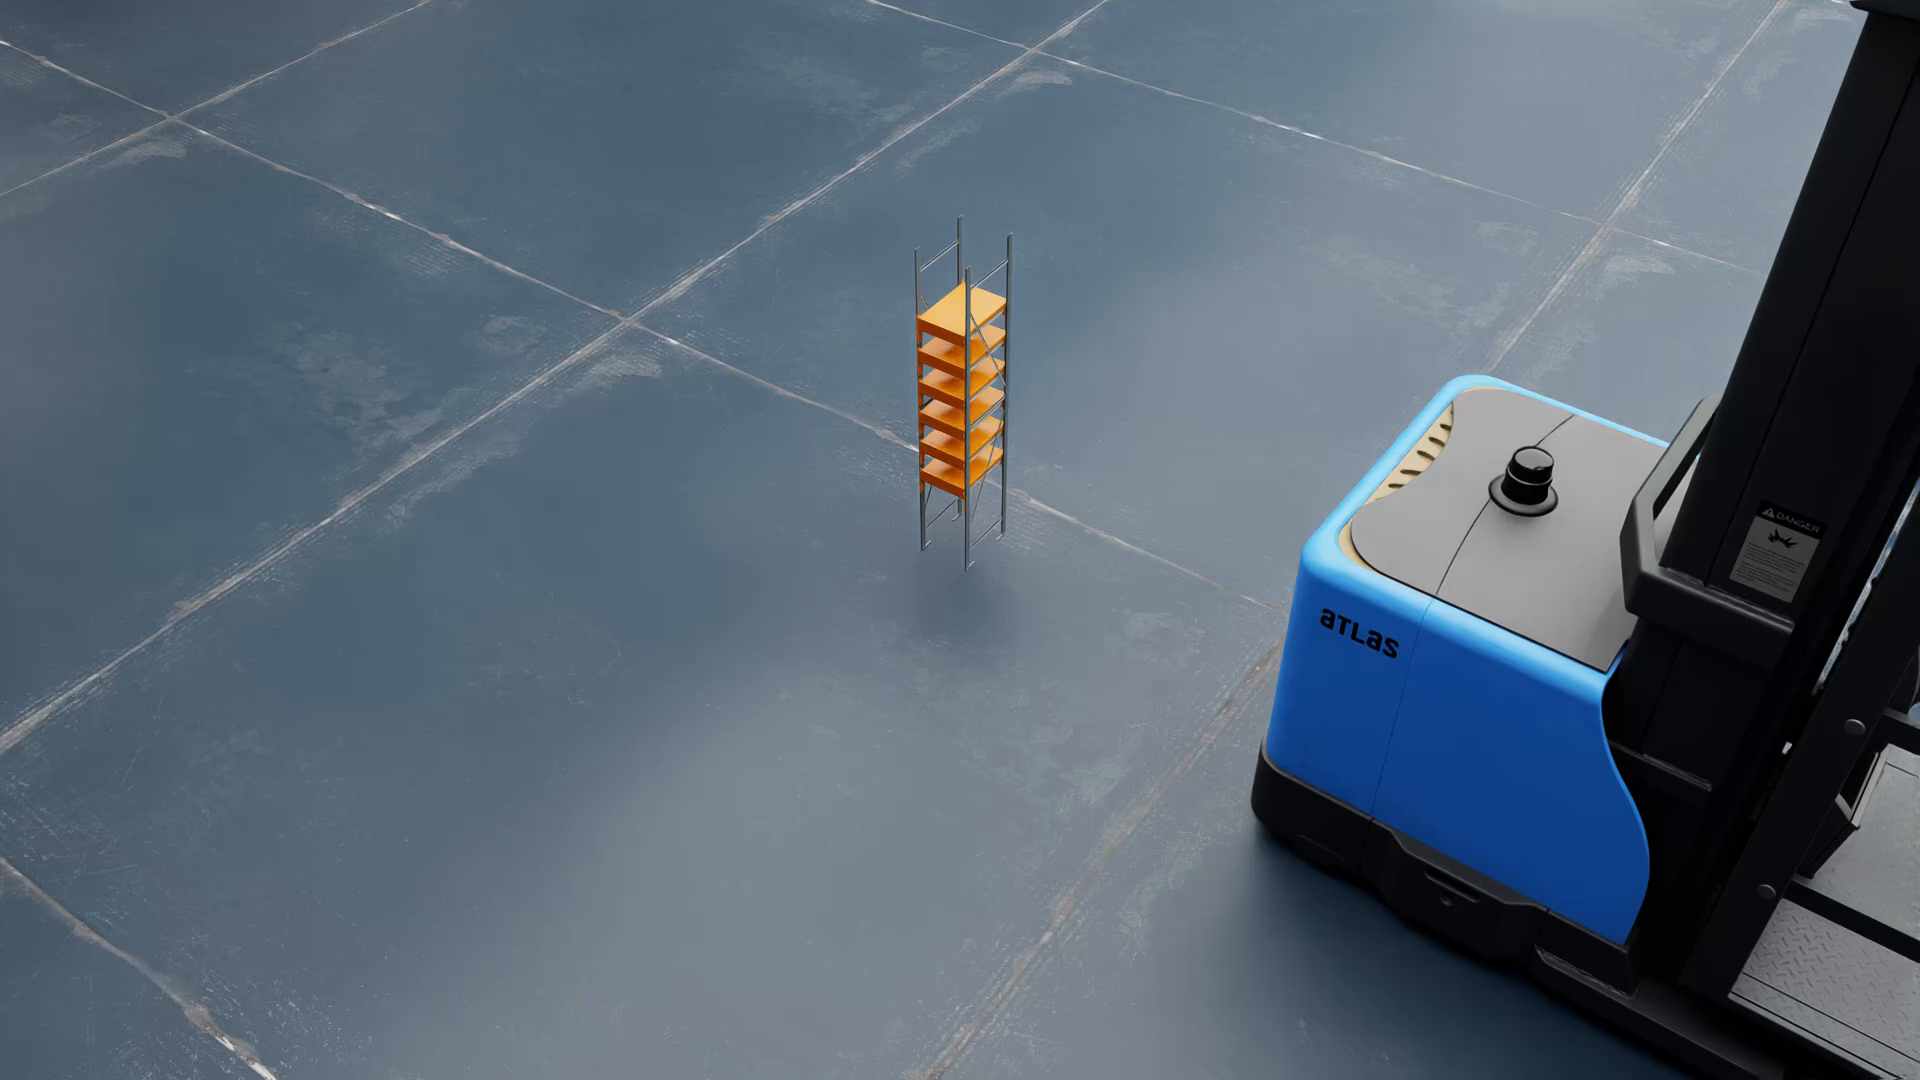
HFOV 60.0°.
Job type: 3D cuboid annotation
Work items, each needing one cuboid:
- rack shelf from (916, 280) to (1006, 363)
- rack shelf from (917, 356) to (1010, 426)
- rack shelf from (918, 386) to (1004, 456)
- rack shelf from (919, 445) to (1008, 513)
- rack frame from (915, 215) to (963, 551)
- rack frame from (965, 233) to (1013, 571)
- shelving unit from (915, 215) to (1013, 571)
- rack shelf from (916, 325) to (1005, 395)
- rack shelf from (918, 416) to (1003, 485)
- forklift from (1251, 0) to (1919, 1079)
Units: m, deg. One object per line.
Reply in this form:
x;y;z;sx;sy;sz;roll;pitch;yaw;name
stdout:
0.012;-0.677;5.133;0.180;0.103;0.258;25;48;25;rack shelf
0.012;-0.498;5.293;0.180;0.103;0.258;25;48;25;rack shelf
0.012;-0.408;5.373;0.180;0.103;0.258;25;48;25;rack shelf
0.012;-0.230;5.533;0.180;0.103;0.258;25;48;25;rack shelf
-0.063;-0.477;5.383;0.006;1.200;0.240;25;48;25;rack frame
0.087;-0.407;5.305;0.006;1.200;0.240;25;48;25;rack frame
0.012;-0.442;5.344;0.189;1.200;0.258;25;48;25;shelving unit
0.012;-0.587;5.213;0.180;0.103;0.258;25;48;25;rack shelf
0.012;-0.319;5.453;0.180;0.103;0.258;25;48;25;rack shelf
2.324;0.062;3.483;3.031;2.935;1.130;26;48;26;forklift
